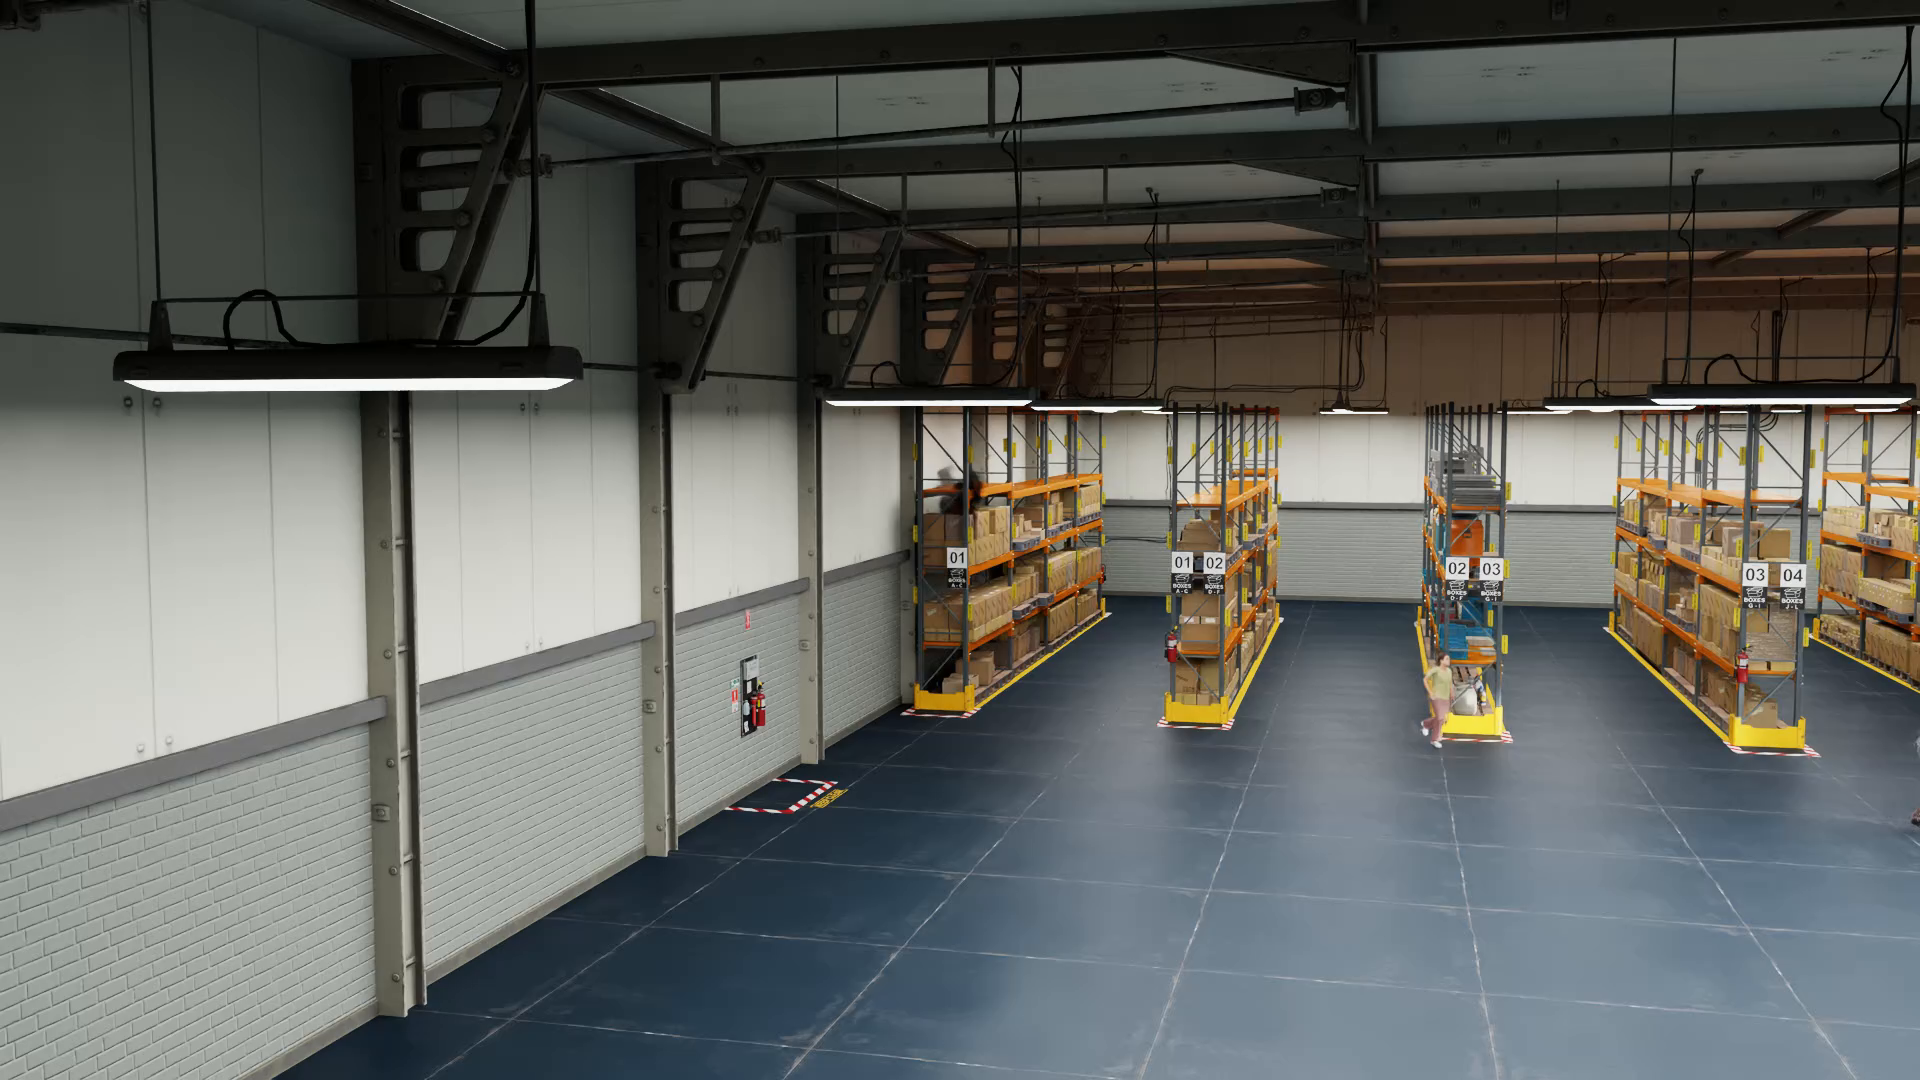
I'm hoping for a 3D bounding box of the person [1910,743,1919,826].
[{"bbox_3d":[13.373,3.193,22.658,0.720,1.770,0.661,4,6,43],"label":"person"}]

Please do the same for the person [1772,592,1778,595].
[{"bbox_3d":[20.937,1.714,43.343,0.651,1.599,0.714,-4,6,-44],"label":"person"}]

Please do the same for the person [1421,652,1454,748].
[{"bbox_3d":[8.401,2.777,29.145,0.615,1.626,0.607,-2,5,-25],"label":"person"}]
